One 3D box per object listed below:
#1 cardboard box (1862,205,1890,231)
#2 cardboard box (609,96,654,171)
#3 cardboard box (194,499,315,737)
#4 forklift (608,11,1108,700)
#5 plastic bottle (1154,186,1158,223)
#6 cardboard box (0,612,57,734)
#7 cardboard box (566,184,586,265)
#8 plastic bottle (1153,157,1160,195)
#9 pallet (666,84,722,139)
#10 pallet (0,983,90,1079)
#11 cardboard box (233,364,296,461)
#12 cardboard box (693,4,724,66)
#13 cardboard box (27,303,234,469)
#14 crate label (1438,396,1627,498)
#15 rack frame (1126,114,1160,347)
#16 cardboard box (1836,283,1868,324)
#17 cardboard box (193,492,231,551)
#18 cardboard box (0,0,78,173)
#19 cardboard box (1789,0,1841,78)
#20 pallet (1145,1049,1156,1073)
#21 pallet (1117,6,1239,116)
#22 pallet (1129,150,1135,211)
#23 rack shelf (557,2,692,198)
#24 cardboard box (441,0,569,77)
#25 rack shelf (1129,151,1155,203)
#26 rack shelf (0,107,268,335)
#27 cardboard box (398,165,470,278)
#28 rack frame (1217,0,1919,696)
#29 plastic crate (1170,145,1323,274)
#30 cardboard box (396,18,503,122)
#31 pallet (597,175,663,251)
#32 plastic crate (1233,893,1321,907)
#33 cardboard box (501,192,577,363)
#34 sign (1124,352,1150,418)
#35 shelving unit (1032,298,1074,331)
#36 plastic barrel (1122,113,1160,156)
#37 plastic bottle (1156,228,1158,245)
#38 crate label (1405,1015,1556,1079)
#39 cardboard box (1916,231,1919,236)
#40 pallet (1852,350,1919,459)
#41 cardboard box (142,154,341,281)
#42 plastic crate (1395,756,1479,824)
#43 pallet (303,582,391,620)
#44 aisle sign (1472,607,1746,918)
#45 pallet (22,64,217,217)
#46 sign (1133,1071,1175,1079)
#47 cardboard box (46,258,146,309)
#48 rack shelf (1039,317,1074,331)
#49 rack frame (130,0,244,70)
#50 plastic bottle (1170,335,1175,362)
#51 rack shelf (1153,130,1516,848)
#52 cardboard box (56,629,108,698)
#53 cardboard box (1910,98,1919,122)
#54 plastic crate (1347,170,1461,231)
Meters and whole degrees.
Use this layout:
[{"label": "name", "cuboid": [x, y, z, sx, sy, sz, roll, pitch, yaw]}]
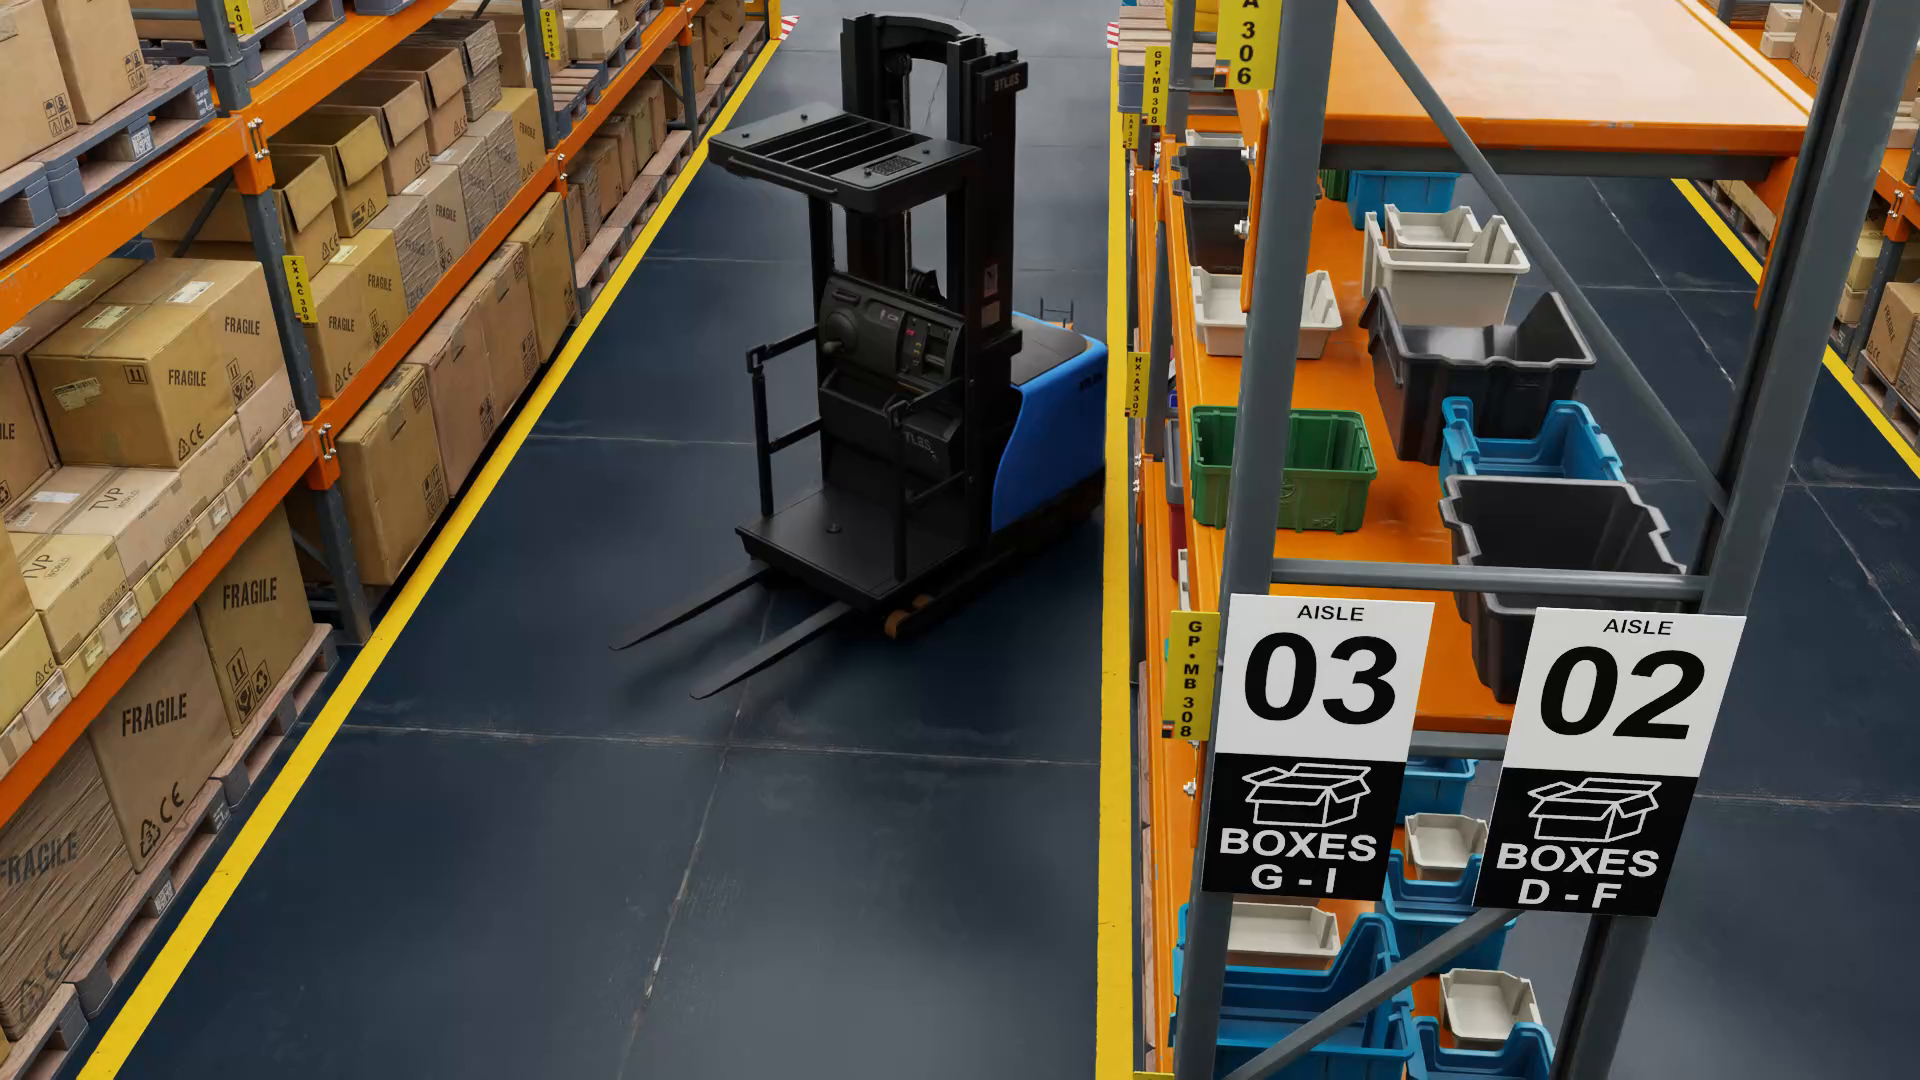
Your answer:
[{"label": "cardboard box", "cuboid": [6.448, -2.241, 11.994, 0.500, 0.311, 0.500, 2, 32, 3]}, {"label": "cardboard box", "cuboid": [-3.061, -3.509, 14.328, 0.700, 0.500, 0.500, 2, 32, 4]}, {"label": "cardboard box", "cuboid": [-3.717, 0.296, 7.815, 0.875, 0.875, 0.875, 2, 32, 4]}, {"label": "forklift", "cuboid": [-0.503, -1.017, 8.386, 1.130, 2.935, 3.031, 25, 39, 34]}, {"label": "plastic bottle", "cuboid": [1.227, -2.079, 10.156, 0.061, 0.283, 0.133, 2, 32, 4]}, {"label": "cardboard box", "cuboid": [-3.521, 0.484, 5.746, 0.500, 0.250, 0.500, 1, 32, 2]}, {"label": "cardboard box", "cuboid": [-3.223, -2.337, 12.427, 0.700, 0.500, 0.500, 1, 32, 1]}, {"label": "plastic bottle", "cuboid": [1.284, -2.324, 10.566, 0.097, 0.271, 0.097, 0, 32, 0]}, {"label": "pallet", "cuboid": [-2.913, -4.120, 16.014, 1.003, 0.211, 1.213, 2, 32, 4]}, {"label": "pallet", "cuboid": [-3.922, 2.086, 5.944, 1.003, 0.211, 1.213, 2, 32, 4]}, {"label": "cardboard box", "cuboid": [-3.358, -0.592, 7.491, 0.500, 0.250, 0.500, 2, 32, 3]}, {"label": "cardboard box", "cuboid": [-2.759, -5.194, 17.082, 0.500, 0.500, 0.500, 5, 32, 9]}, {"label": "cardboard box", "cuboid": [-3.399, -0.640, 6.854, 0.500, 0.500, 0.500, 3, 32, 4]}, {"label": "crate label", "cuboid": [1.424, -0.150, 4.198, 0.408, 0.251, 0.502, 2, 32, 4]}, {"label": "rack frame", "cuboid": [1.679, -2.651, 10.973, 1.000, 3.000, 0.127, 2, 32, 4]}, {"label": "cardboard box", "cuboid": [6.415, -1.731, 11.701, 0.500, 0.250, 0.500, 3, 32, 5]}, {"label": "cardboard box", "cuboid": [-3.345, -0.087, 7.053, 0.380, 0.149, 0.250, 3, 32, 5]}, {"label": "cardboard box", "cuboid": [-3.636, -1.619, 5.849, 0.700, 0.500, 0.500, 4, 32, 6]}, {"label": "cardboard box", "cuboid": [6.819, -3.895, 12.897, 0.500, 0.500, 0.500, 5, 32, 8]}, {"label": "pallet", "cuboid": [1.133, 2.290, 5.614, 1.003, 0.211, 1.213, 2, 32, 4]}, {"label": "pallet", "cuboid": [1.319, -2.170, 7.514, 1.213, 0.211, 1.003, 2, 32, 4]}, {"label": "pallet", "cuboid": [1.979, -3.143, 14.430, 1.003, 0.211, 1.213, 2, 32, 4]}, {"label": "rack shelf", "cuboid": [-3.095, -3.602, 13.202, 1.077, 0.370, 4.000, 2, 32, 4]}, {"label": "cardboard box", "cuboid": [-3.308, -3.664, 12.122, 0.700, 0.500, 0.500, 7, 32, 11]}, {"label": "rack shelf", "cuboid": [1.841, -3.391, 12.859, 1.077, 0.370, 4.000, 2, 32, 4]}, {"label": "rack shelf", "cuboid": [-3.746, -0.696, 5.627, 1.077, 0.370, 4.000, 2, 32, 4]}, {"label": "cardboard box", "cuboid": [-3.179, -1.839, 9.559, 0.500, 0.500, 0.500, 3, 32, 5]}, {"label": "rack frame", "cuboid": [1.027, -1.022, 2.611, 1.000, 3.000, 0.127, 2, 32, 4]}, {"label": "plastic crate", "cuboid": [0.978, -1.143, 5.792, 0.497, 0.269, 0.590, 2, 32, 4]}, {"label": "cardboard box", "cuboid": [-3.334, -2.951, 10.408, 0.797, 0.503, 0.637, 3, 32, 6]}, {"label": "pallet", "cuboid": [-3.091, -2.720, 13.743, 1.003, 0.211, 1.213, 2, 32, 4]}, {"label": "plastic crate", "cuboid": [0.951, 1.034, 5.188, 0.396, 0.136, 0.243, 2, 32, 4]}, {"label": "cardboard box", "cuboid": [-3.335, -1.777, 11.180, 1.225, 0.875, 0.875, 1, 32, 2]}, {"label": "sign", "cuboid": [0.805, -0.702, 7.546, 0.100, 0.325, 0.005, 2, 32, 4]}, {"label": "shelving unit", "cuboid": [0.545, -0.910, 10.005, 0.215, 1.050, 0.252, 7, 33, 12]}, {"label": "plastic barrel", "cuboid": [1.414, -2.965, 11.352, 0.600, 0.536, 0.708, 2, 32, 4]}, {"label": "plastic bottle", "cuboid": [1.209, -1.841, 9.782, 0.097, 0.271, 0.097, 0, 32, 0]}, {"label": "crate label", "cuboid": [1.375, 1.463, 4.400, 0.416, 0.233, 0.303, 2, 32, 4]}, {"label": "cardboard box", "cuboid": [6.950, -1.946, 11.515, 0.500, 0.311, 0.500, 3, 32, 6]}, {"label": "pallet", "cuboid": [6.517, -0.862, 10.727, 1.003, 0.211, 1.213, 2, 32, 4]}, {"label": "cardboard box", "cuboid": [-3.540, -1.575, 8.176, 0.797, 0.503, 0.637, 2, 32, 3]}, {"label": "plastic crate", "cuboid": [1.483, 0.774, 5.517, 0.416, 0.233, 0.300, 2, 32, 4]}, {"label": "pallet", "cuboid": [-3.596, 0.009, 9.314, 1.003, 0.211, 1.213, 2, 32, 4]}, {"label": "aisle sign", "cuboid": [1.317, 0.476, 3.422, 0.394, 0.787, 0.004, 2, 32, 4]}, {"label": "pallet", "cuboid": [-3.661, -1.583, 6.465, 1.003, 0.211, 1.213, 2, 32, 4]}, {"label": "sign", "cuboid": [0.478, 1.448, 4.167, 0.100, 0.325, 0.005, 2, 32, 4]}, {"label": "cardboard box", "cuboid": [-3.877, -0.914, 7.298, 0.500, 0.500, 0.500, 2, 32, 4]}, {"label": "rack shelf", "cuboid": [0.545, -1.142, 9.860, 0.215, 0.259, 0.240, 7, 33, 12]}, {"label": "rack frame", "cuboid": [-3.584, -3.325, 6.349, 1.000, 3.000, 0.127, 2, 32, 4]}, {"label": "plastic bottle", "cuboid": [1.036, -0.853, 8.166, 0.061, 0.283, 0.133, 2, 32, 4]}, {"label": "rack shelf", "cuboid": [1.190, -0.484, 5.284, 1.077, 0.370, 4.000, 2, 32, 4]}, {"label": "cardboard box", "cuboid": [-3.428, 0.452, 6.178, 0.380, 0.149, 0.250, 2, 32, 3]}, {"label": "cardboard box", "cuboid": [6.881, -2.859, 11.396, 0.500, 0.311, 0.500, 2, 32, 3]}, {"label": "plastic crate", "cuboid": [1.597, -1.276, 6.042, 0.416, 0.233, 0.300, 2, 32, 4]}]
